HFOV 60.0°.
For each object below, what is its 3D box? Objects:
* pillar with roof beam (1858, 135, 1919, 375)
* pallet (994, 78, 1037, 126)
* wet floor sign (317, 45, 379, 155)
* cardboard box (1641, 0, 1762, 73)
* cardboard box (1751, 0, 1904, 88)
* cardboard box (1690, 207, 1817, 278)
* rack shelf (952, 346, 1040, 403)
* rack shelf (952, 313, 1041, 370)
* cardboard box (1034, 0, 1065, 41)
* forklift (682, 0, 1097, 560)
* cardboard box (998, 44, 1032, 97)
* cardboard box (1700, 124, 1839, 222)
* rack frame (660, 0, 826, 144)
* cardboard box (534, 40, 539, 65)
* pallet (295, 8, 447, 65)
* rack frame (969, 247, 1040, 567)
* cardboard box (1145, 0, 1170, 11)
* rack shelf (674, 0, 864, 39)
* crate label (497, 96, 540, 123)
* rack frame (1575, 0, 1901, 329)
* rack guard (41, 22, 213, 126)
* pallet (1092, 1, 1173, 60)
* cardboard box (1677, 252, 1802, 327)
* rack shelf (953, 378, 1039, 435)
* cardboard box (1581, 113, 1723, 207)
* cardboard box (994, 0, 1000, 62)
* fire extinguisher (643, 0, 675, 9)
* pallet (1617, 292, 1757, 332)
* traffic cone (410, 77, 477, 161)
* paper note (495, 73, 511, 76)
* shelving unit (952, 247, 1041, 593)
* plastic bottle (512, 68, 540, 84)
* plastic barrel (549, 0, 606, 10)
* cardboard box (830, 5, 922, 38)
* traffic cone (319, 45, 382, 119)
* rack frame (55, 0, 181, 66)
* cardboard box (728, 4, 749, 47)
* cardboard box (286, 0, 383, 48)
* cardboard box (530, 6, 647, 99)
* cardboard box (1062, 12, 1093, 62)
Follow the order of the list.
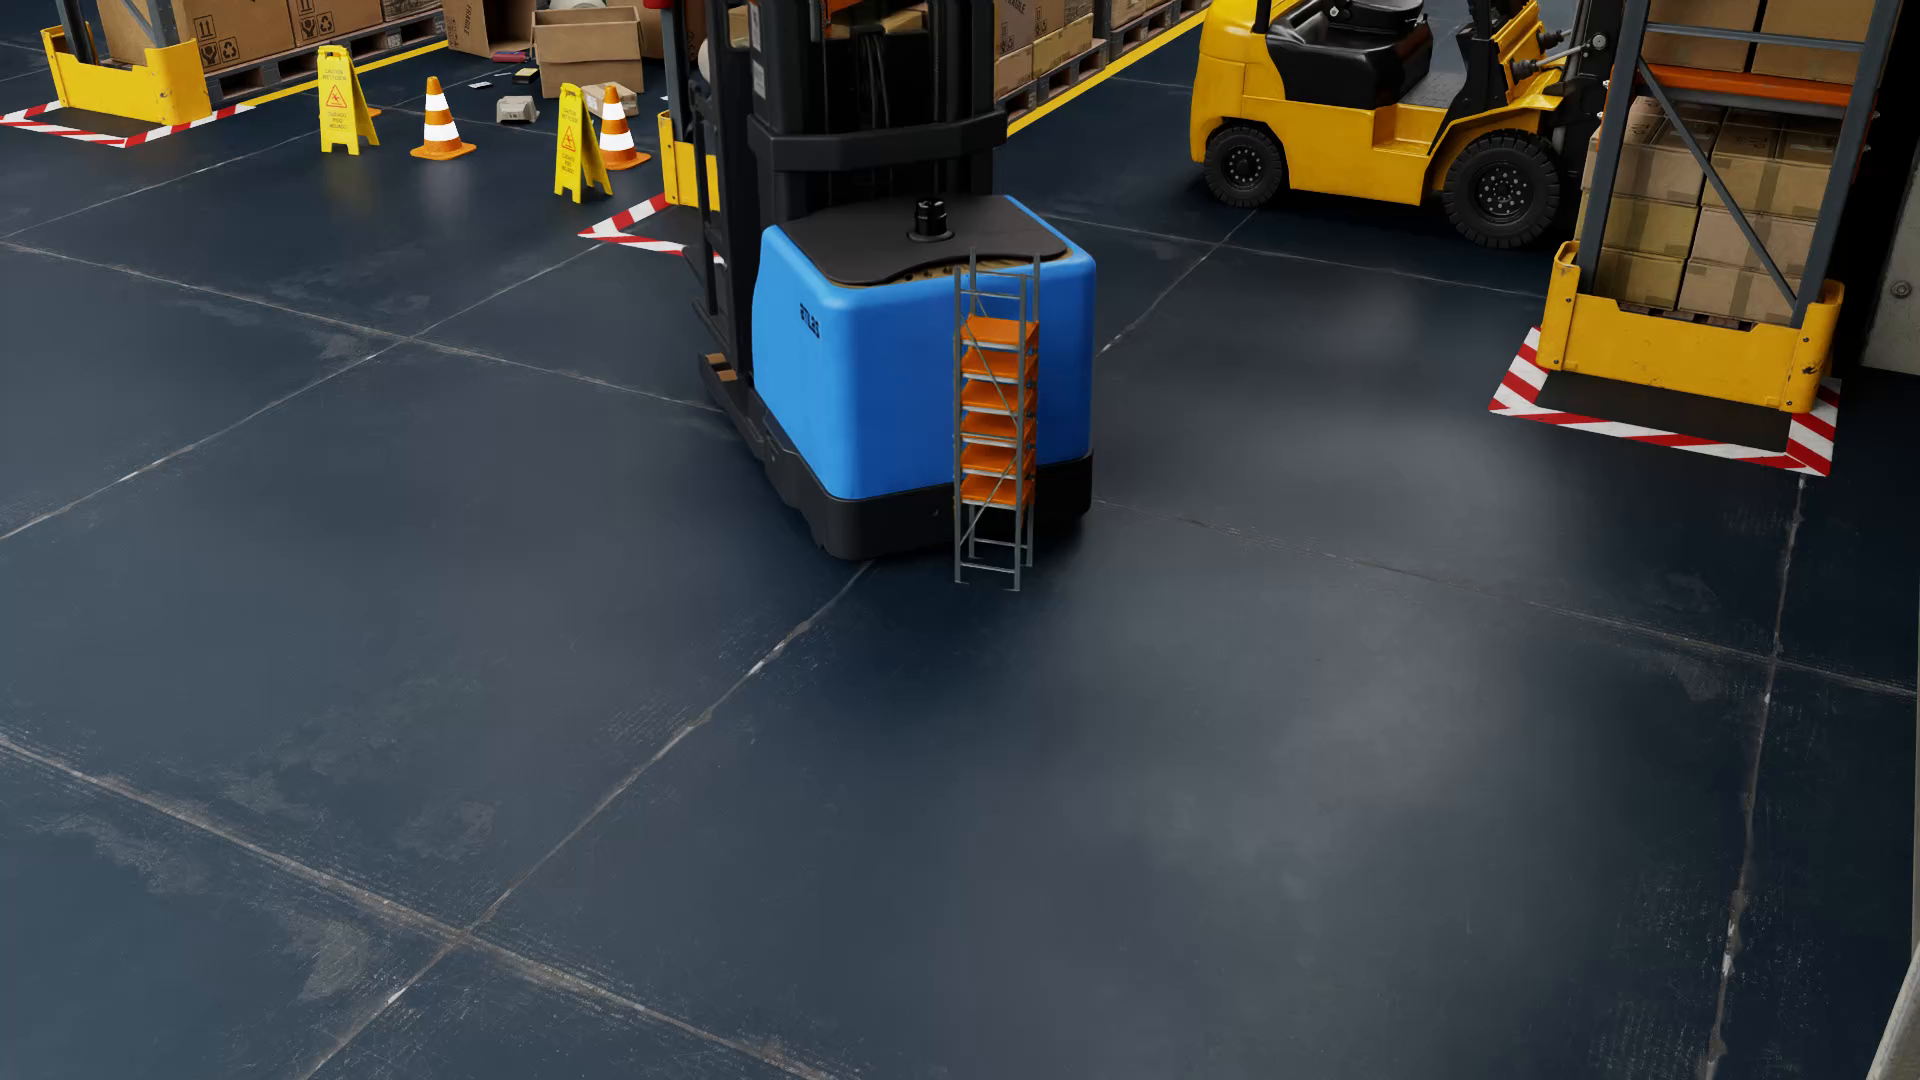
[{"bbox_3d":[0.531,-5.738,7.206,9.100,9.000,0.400,14,33,23],"label":"pillar with roof beam"},{"bbox_3d":[-0.184,-2.896,11.081,1.003,0.211,1.213,14,33,23],"label":"pallet"},{"bbox_3d":[-3.880,-2.775,10.435,0.267,0.644,0.232,9,31,15],"label":"wet floor sign"},{"bbox_3d":[3.234,-2.377,7.277,0.500,0.500,0.500,14,33,22],"label":"cardboard box"},{"bbox_3d":[3.716,-2.256,7.066,0.500,0.500,0.500,15,33,25],"label":"cardboard box"},{"bbox_3d":[3.643,-1.424,7.555,0.500,0.250,0.500,15,33,24],"label":"cardboard box"},{"bbox_3d":[0.124,-0.563,5.633,0.258,0.103,0.180,8,31,14],"label":"rack shelf"},{"bbox_3d":[0.124,-0.667,5.574,0.258,0.103,0.180,8,31,14],"label":"rack shelf"},{"bbox_3d":[0.385,-3.719,11.301,0.500,0.500,0.500,15,33,24],"label":"cardboard box"},{"bbox_3d":[-0.520,-1.917,6.645,1.130,2.935,3.031,-11,32,-19],"label":"forklift"},{"bbox_3d":[0.146,-3.157,11.076,0.500,0.250,0.500,15,33,24],"label":"cardboard box"},{"bbox_3d":[3.631,-1.649,7.445,0.500,0.250,0.500,14,33,23],"label":"cardboard box"},{"bbox_3d":[-1.177,-3.180,8.776,1.000,3.000,0.127,14,33,23],"label":"rack frame"},{"bbox_3d":[-2.951,-3.666,12.368,0.396,0.266,0.258,21,36,32],"label":"cardboard box"},{"bbox_3d":[-4.778,-3.960,12.934,1.003,0.211,1.213,14,33,23],"label":"pallet"},{"bbox_3d":[0.149,-0.437,5.807,0.240,1.200,0.006,8,31,14],"label":"rack frame"},{"bbox_3d":[1.206,-4.549,13.376,0.950,0.372,0.625,16,34,26],"label":"cardboard box"},{"bbox_3d":[-0.266,-3.755,10.499,1.077,0.370,4.000,14,33,23],"label":"rack shelf"},{"bbox_3d":[-2.970,-2.886,11.138,0.250,0.136,0.298,-1,30,-3],"label":"crate label"},{"bbox_3d":[3.244,-2.056,6.818,1.000,3.000,0.127,14,33,23],"label":"rack frame"},{"bbox_3d":[-5.640,-3.164,11.257,1.175,0.500,0.348,14,33,23],"label":"rack guard"},{"bbox_3d":[0.999,-4.090,13.160,1.003,0.211,1.213,14,33,23],"label":"pallet"},{"bbox_3d":[3.641,-1.219,7.700,0.500,0.250,0.500,14,33,23],"label":"cardboard box"},{"bbox_3d":[0.124,-0.459,5.693,0.258,0.103,0.180,8,31,14],"label":"rack shelf"},{"bbox_3d":[3.176,-1.754,7.628,0.500,0.250,0.500,15,33,25],"label":"cardboard box"},{"bbox_3d":[-0.083,-3.254,10.491,0.500,0.500,0.500,15,33,24],"label":"cardboard box"},{"bbox_3d":[-1.639,-3.201,8.889,0.296,0.674,0.183,14,33,23],"label":"fire extinguisher"},{"bbox_3d":[3.555,-1.195,8.119,1.003,0.211,1.213,14,33,23],"label":"pallet"},{"bbox_3d":[-3.272,-2.665,10.425,0.336,0.463,0.334,14,33,23],"label":"traffic cone"},{"bbox_3d":[-3.349,-3.411,12.179,0.123,0.001,0.032,-18,34,-28],"label":"paper note"},{"bbox_3d":[0.124,-0.394,5.731,0.258,1.200,0.189,8,31,14],"label":"shelving unit"},{"bbox_3d":[-3.137,-3.375,12.066,0.133,0.061,0.283,4,30,6],"label":"plastic bottle"},{"bbox_3d":[-2.959,-4.064,12.901,0.421,0.421,0.512,-12,32,-20],"label":"plastic barrel"},{"bbox_3d":[-0.553,-2.801,9.701,0.500,0.500,0.500,13,32,22],"label":"cardboard box"},{"bbox_3d":[-4.123,-3.072,11.134,0.336,0.463,0.334,14,33,23],"label":"traffic cone"},{"bbox_3d":[-5.630,-4.258,10.653,1.000,3.000,0.127,14,33,23],"label":"rack frame"},{"bbox_3d":[-1.044,-2.910,9.891,0.500,0.500,0.500,15,33,24],"label":"cardboard box"},{"bbox_3d":[-4.980,-4.225,12.308,0.875,0.875,0.875,14,33,23],"label":"cardboard box"},{"bbox_3d":[-2.631,-3.451,11.754,0.797,0.503,0.637,-7,31,-11],"label":"cardboard box"},{"bbox_3d":[0.615,-3.620,11.881,0.500,0.250,0.500,16,33,25],"label":"cardboard box"}]
